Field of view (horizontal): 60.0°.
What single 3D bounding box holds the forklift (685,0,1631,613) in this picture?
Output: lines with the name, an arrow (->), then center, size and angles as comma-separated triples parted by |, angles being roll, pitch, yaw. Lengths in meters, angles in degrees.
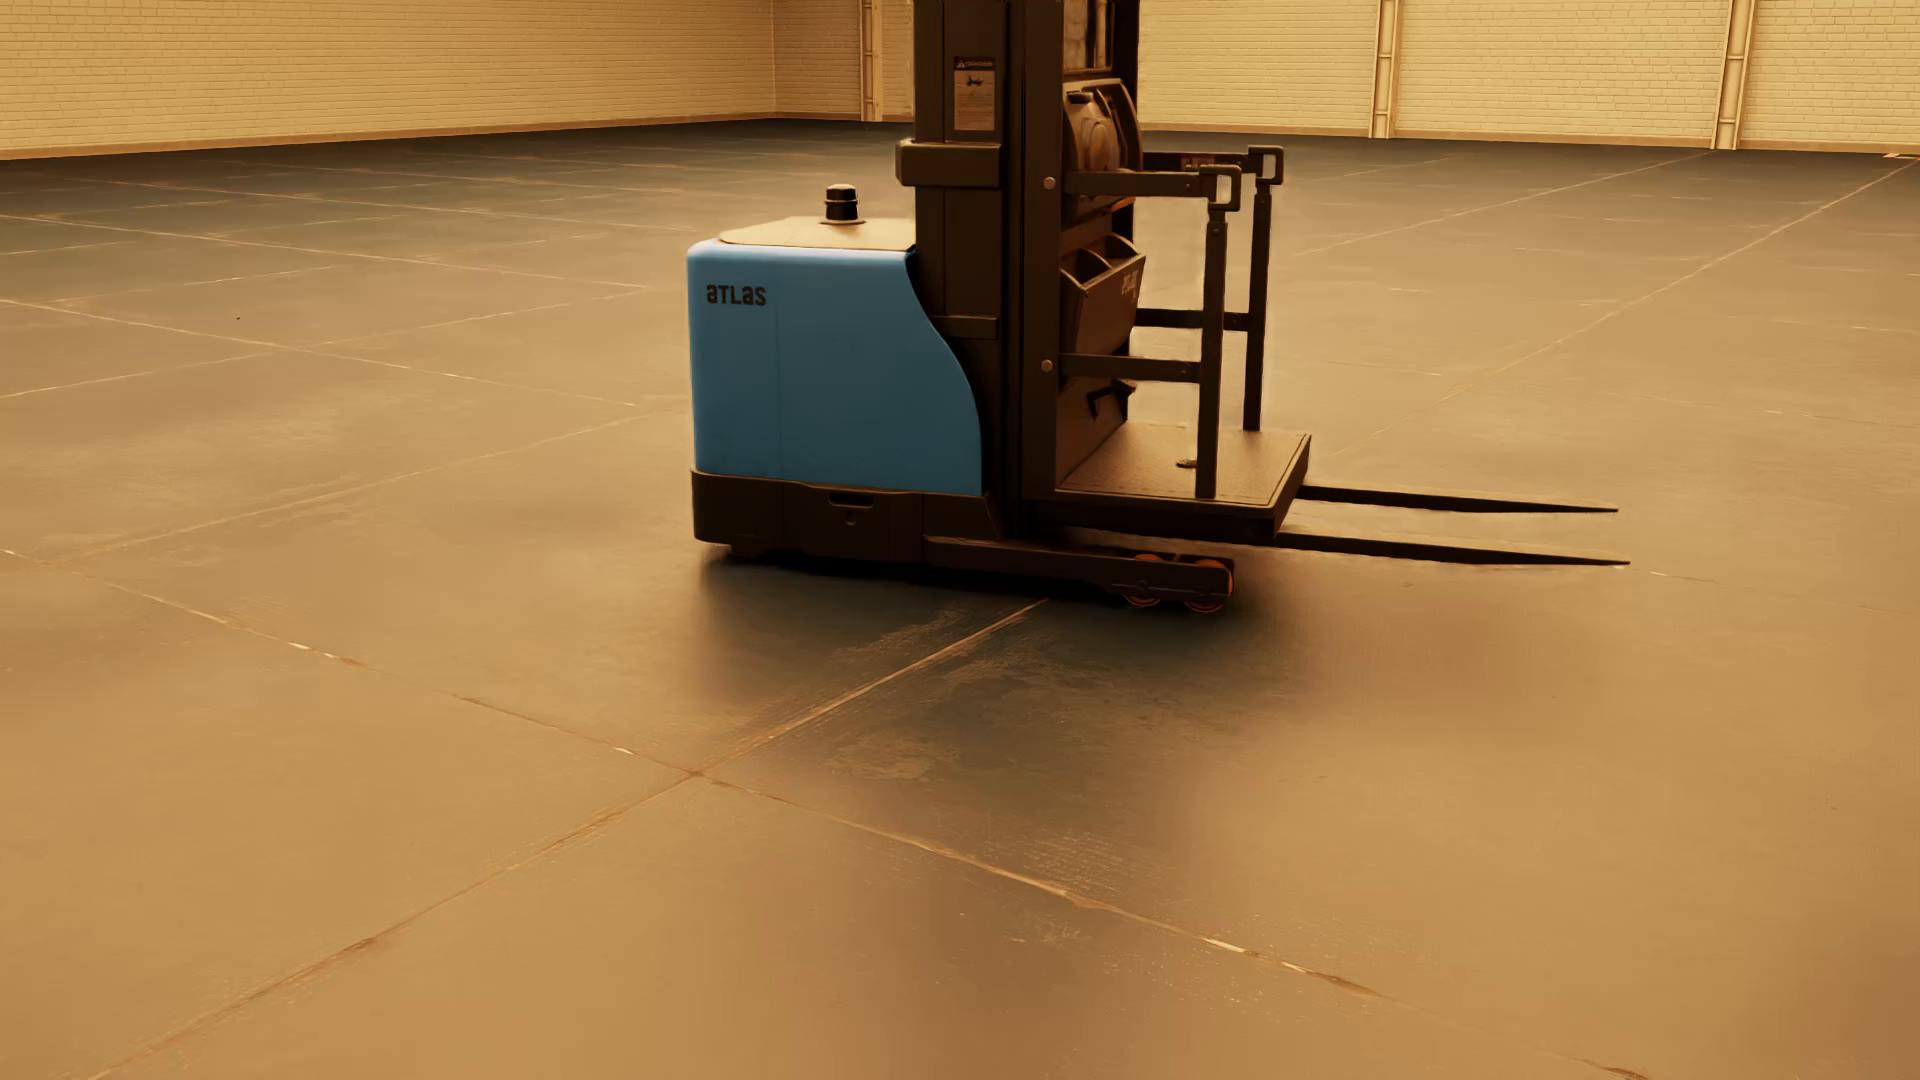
forklift -> 0.653, -1.346, 5.334 | 3.031, 2.935, 1.130 | 5, 17, 17
